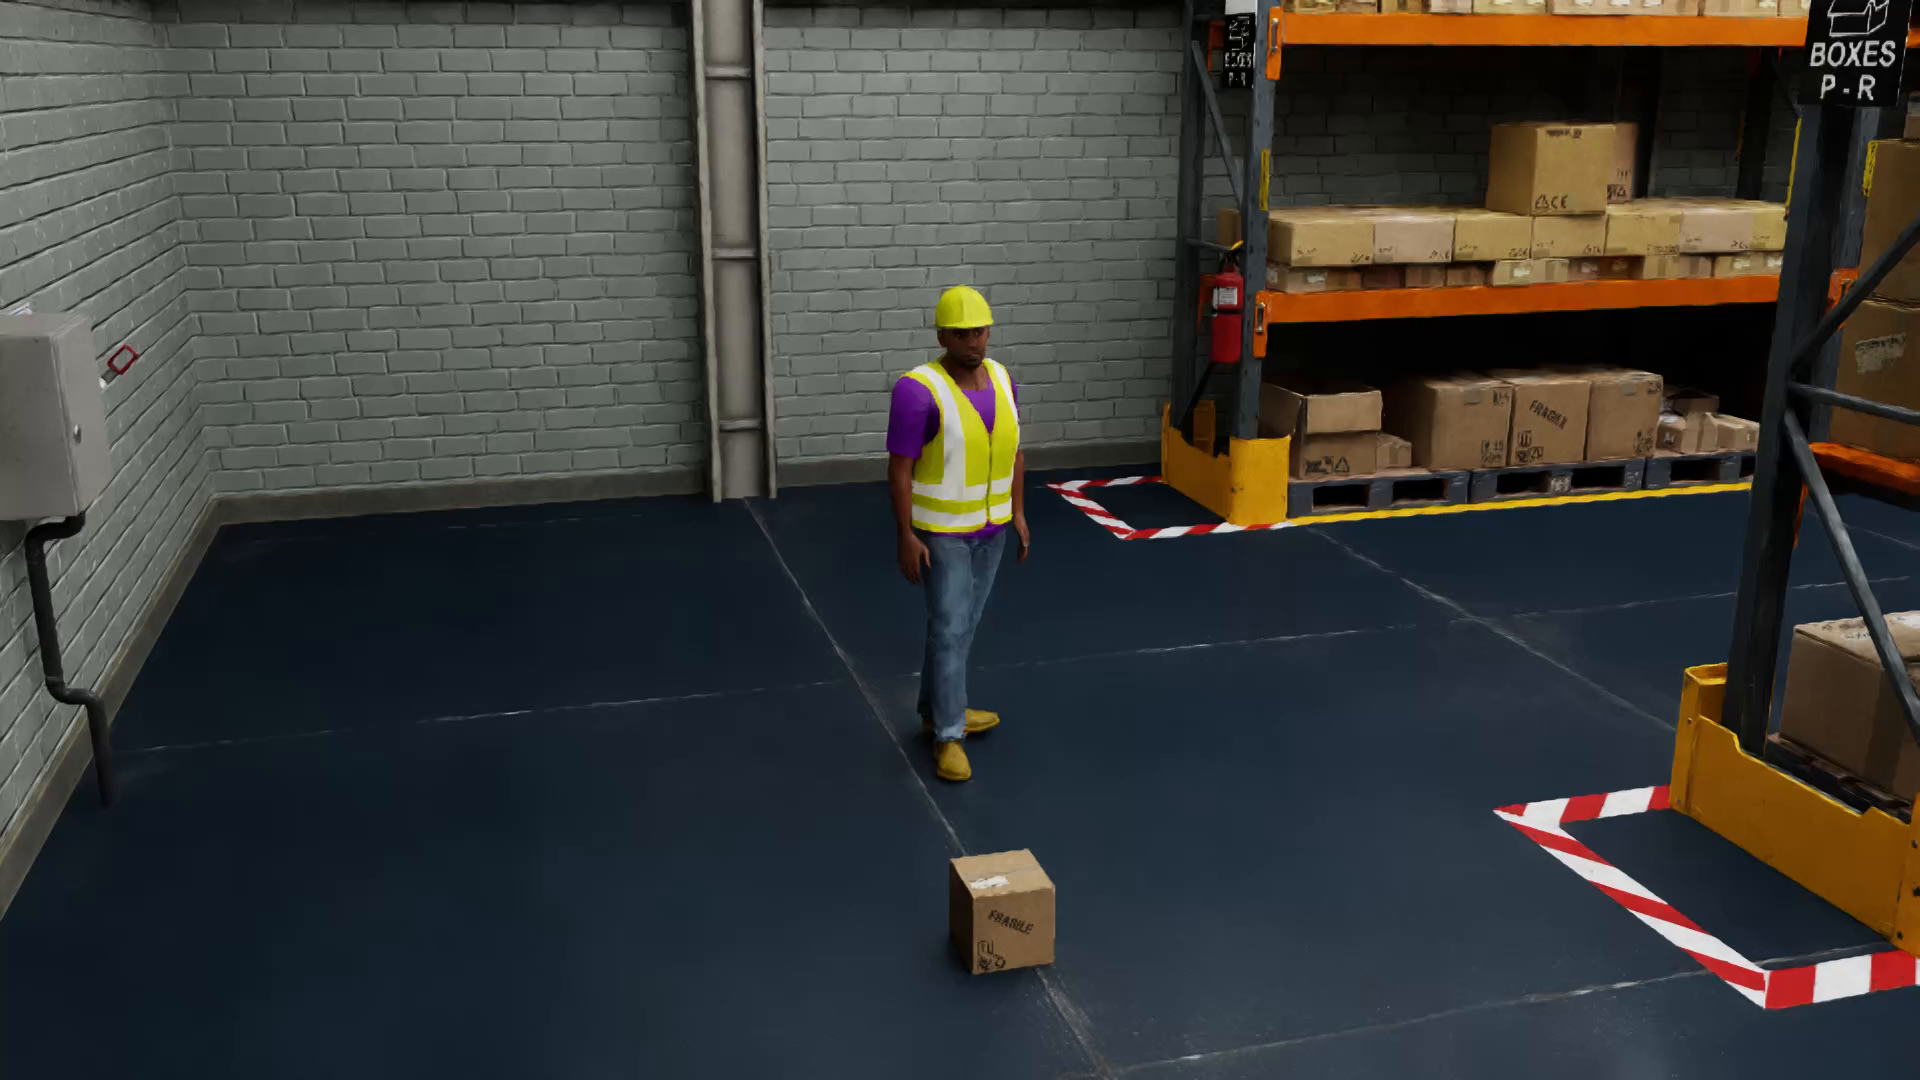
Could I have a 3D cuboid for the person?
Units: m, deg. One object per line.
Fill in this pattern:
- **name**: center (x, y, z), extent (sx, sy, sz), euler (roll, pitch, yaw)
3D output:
- **person**: center (0.001, -0.052, 6.135), extent (0.480, 1.775, 0.576), euler (15, 22, 42)
